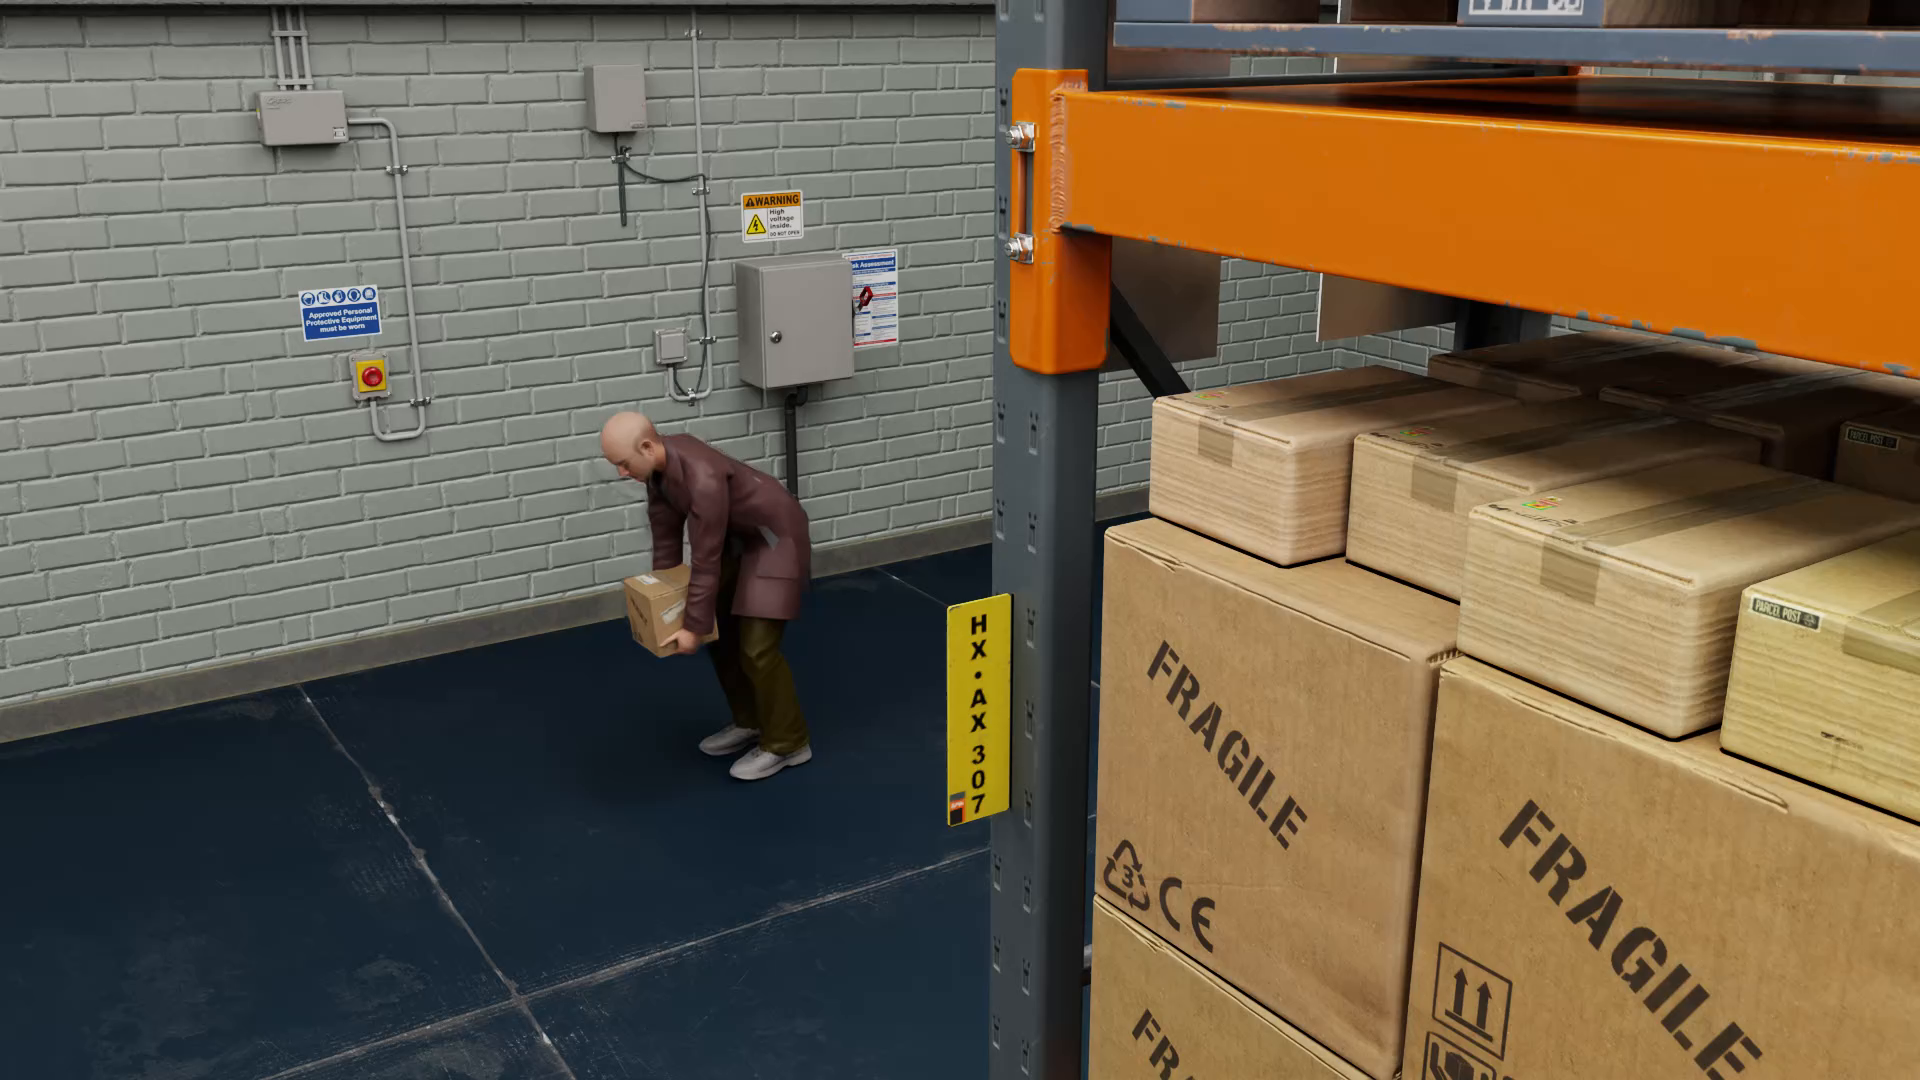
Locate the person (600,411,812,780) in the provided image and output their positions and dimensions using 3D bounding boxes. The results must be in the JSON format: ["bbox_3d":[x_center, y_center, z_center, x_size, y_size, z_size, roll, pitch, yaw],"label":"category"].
[{"bbox_3d":[-0.966,0.199,6.420,0.815,1.501,0.549,-12,21,-33],"label":"person"}]
